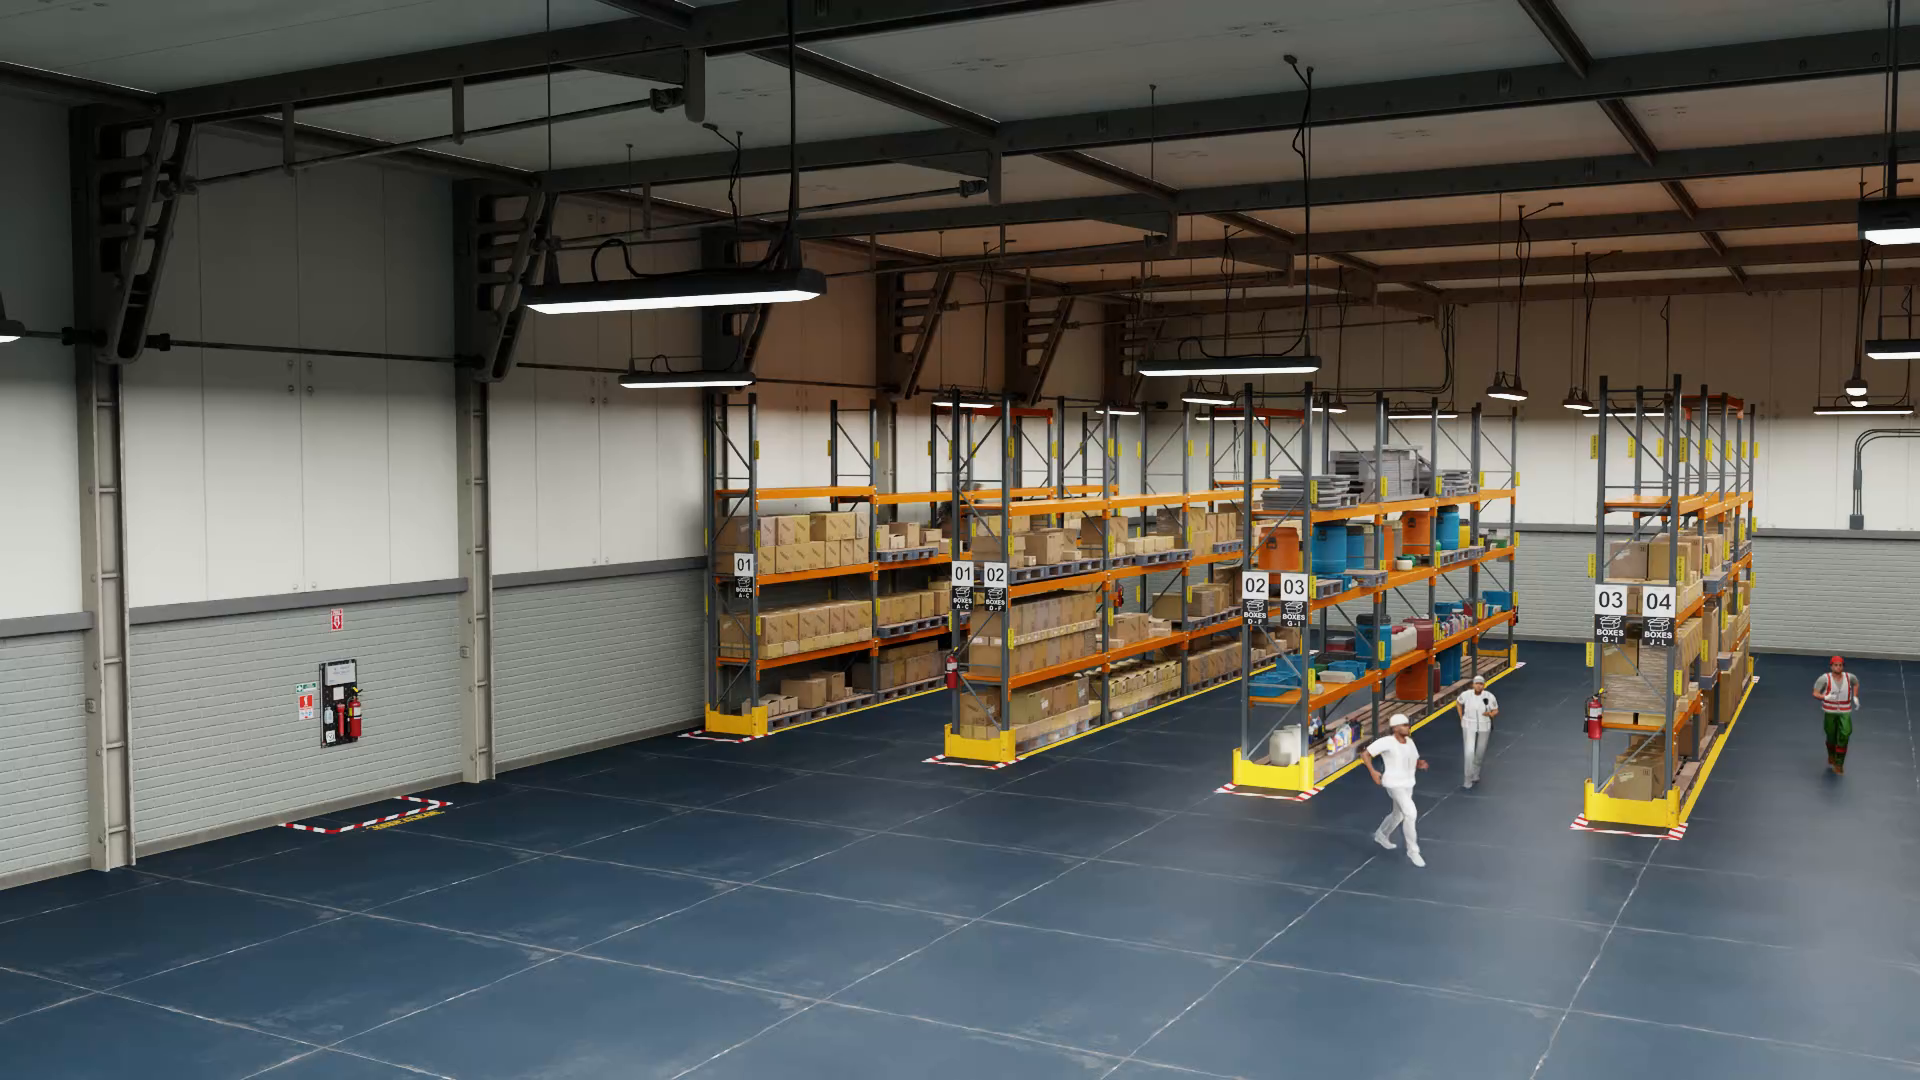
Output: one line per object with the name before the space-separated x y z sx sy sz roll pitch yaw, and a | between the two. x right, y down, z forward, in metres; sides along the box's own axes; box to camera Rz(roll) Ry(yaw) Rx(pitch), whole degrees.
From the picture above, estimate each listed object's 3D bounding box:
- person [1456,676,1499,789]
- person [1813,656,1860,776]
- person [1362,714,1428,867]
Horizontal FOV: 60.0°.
person | 7.703 2.852 24.760 0.585 1.696 0.751 1 3 11
person | 13.652 2.729 25.921 0.680 1.867 0.849 1 3 18
person | 5.386 3.027 20.342 0.707 1.794 0.893 -2 4 -38
